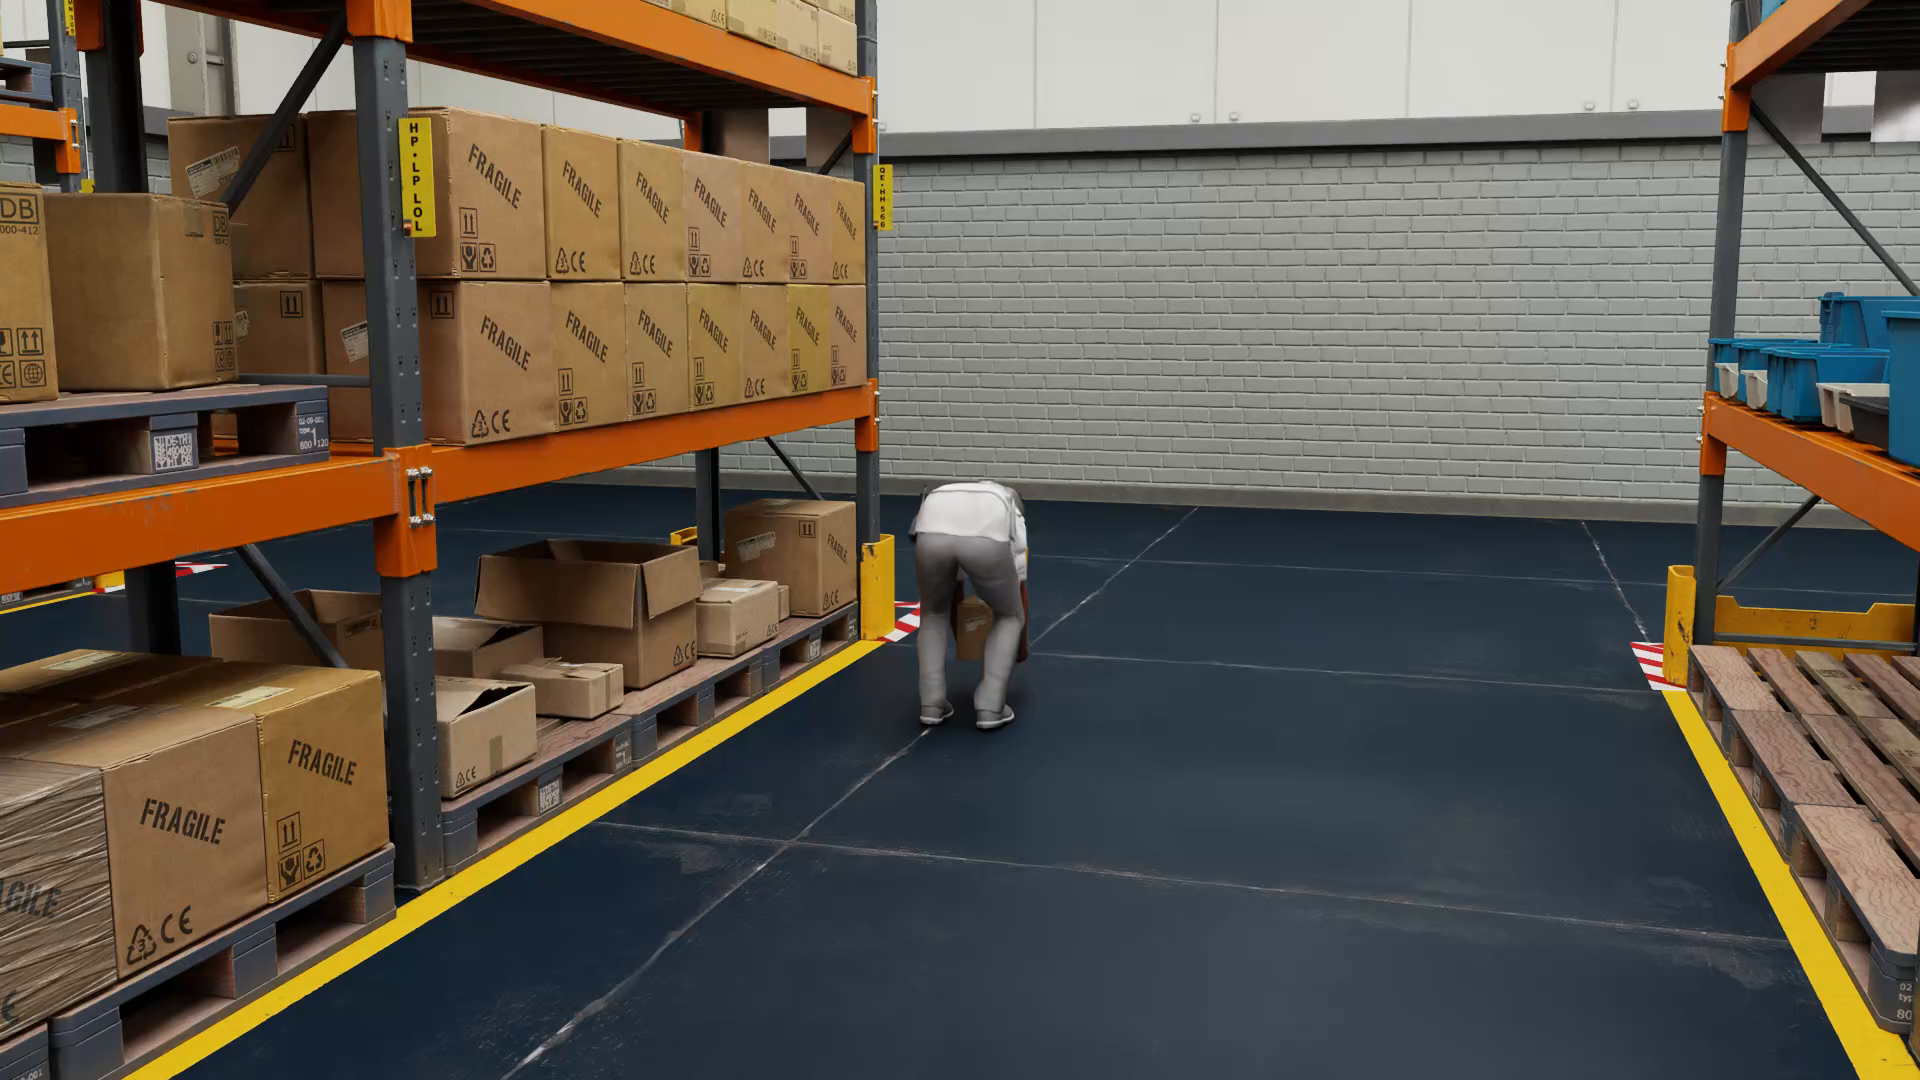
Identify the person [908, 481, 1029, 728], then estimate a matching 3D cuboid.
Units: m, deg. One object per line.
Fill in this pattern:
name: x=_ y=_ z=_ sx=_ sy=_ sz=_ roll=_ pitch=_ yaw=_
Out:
person: x=0.073 y=0.235 z=7.030 sx=0.449 sy=1.000 sz=0.932 roll=2 pitch=9 yaw=14
